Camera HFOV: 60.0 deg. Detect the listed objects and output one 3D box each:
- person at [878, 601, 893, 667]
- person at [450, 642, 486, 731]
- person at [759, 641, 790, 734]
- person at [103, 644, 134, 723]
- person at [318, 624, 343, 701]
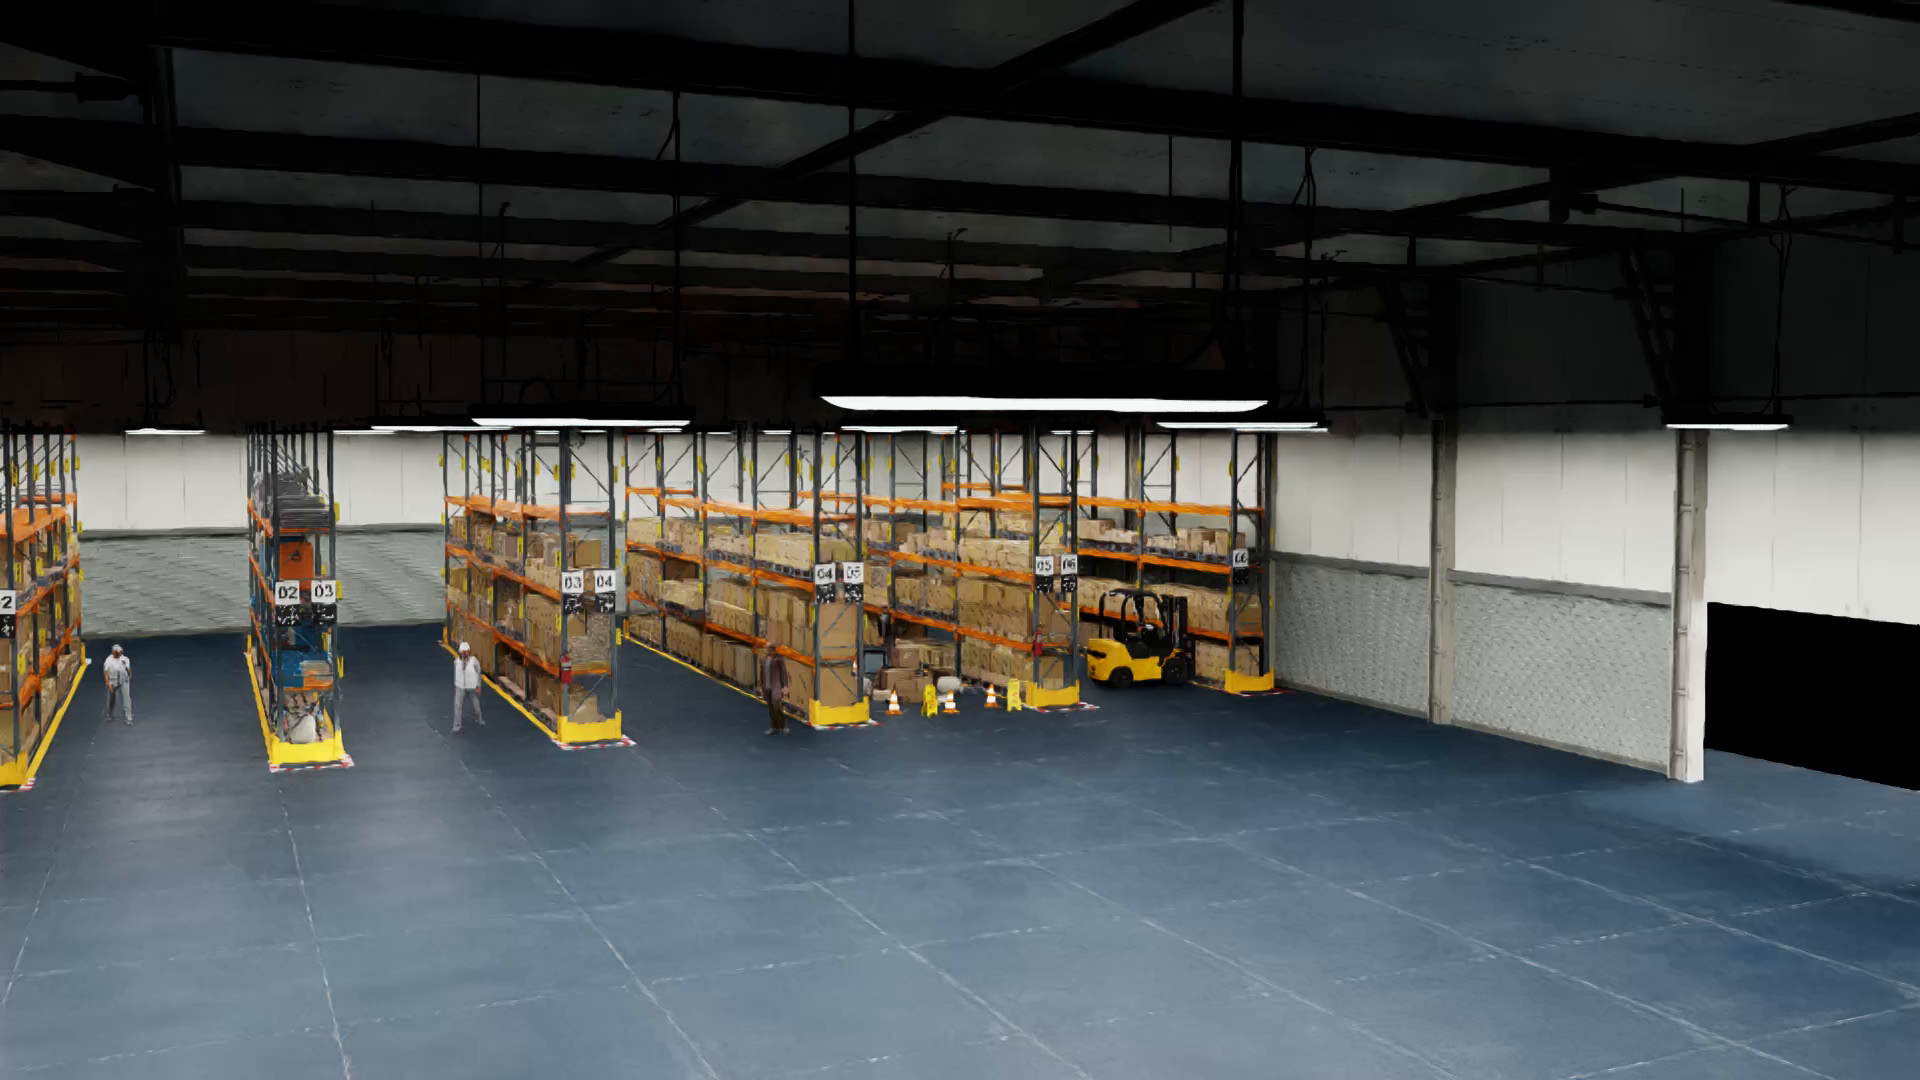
[{"bbox_3d":[-1.846,2.335,40.200,0.581,1.718,0.632,0,4,1],"label":"person"},{"bbox_3d":[-9.610,2.839,32.465,0.576,1.724,0.961,0,4,-3],"label":"person"},{"bbox_3d":[-3.565,2.832,31.883,0.672,1.769,0.451,2,4,32],"label":"person"},{"bbox_3d":[-16.767,2.846,33.092,0.505,1.580,1.063,-2,4,-34],"label":"person"},{"bbox_3d":[-13.679,2.627,36.015,0.394,1.683,0.616,0,4,0],"label":"person"}]
